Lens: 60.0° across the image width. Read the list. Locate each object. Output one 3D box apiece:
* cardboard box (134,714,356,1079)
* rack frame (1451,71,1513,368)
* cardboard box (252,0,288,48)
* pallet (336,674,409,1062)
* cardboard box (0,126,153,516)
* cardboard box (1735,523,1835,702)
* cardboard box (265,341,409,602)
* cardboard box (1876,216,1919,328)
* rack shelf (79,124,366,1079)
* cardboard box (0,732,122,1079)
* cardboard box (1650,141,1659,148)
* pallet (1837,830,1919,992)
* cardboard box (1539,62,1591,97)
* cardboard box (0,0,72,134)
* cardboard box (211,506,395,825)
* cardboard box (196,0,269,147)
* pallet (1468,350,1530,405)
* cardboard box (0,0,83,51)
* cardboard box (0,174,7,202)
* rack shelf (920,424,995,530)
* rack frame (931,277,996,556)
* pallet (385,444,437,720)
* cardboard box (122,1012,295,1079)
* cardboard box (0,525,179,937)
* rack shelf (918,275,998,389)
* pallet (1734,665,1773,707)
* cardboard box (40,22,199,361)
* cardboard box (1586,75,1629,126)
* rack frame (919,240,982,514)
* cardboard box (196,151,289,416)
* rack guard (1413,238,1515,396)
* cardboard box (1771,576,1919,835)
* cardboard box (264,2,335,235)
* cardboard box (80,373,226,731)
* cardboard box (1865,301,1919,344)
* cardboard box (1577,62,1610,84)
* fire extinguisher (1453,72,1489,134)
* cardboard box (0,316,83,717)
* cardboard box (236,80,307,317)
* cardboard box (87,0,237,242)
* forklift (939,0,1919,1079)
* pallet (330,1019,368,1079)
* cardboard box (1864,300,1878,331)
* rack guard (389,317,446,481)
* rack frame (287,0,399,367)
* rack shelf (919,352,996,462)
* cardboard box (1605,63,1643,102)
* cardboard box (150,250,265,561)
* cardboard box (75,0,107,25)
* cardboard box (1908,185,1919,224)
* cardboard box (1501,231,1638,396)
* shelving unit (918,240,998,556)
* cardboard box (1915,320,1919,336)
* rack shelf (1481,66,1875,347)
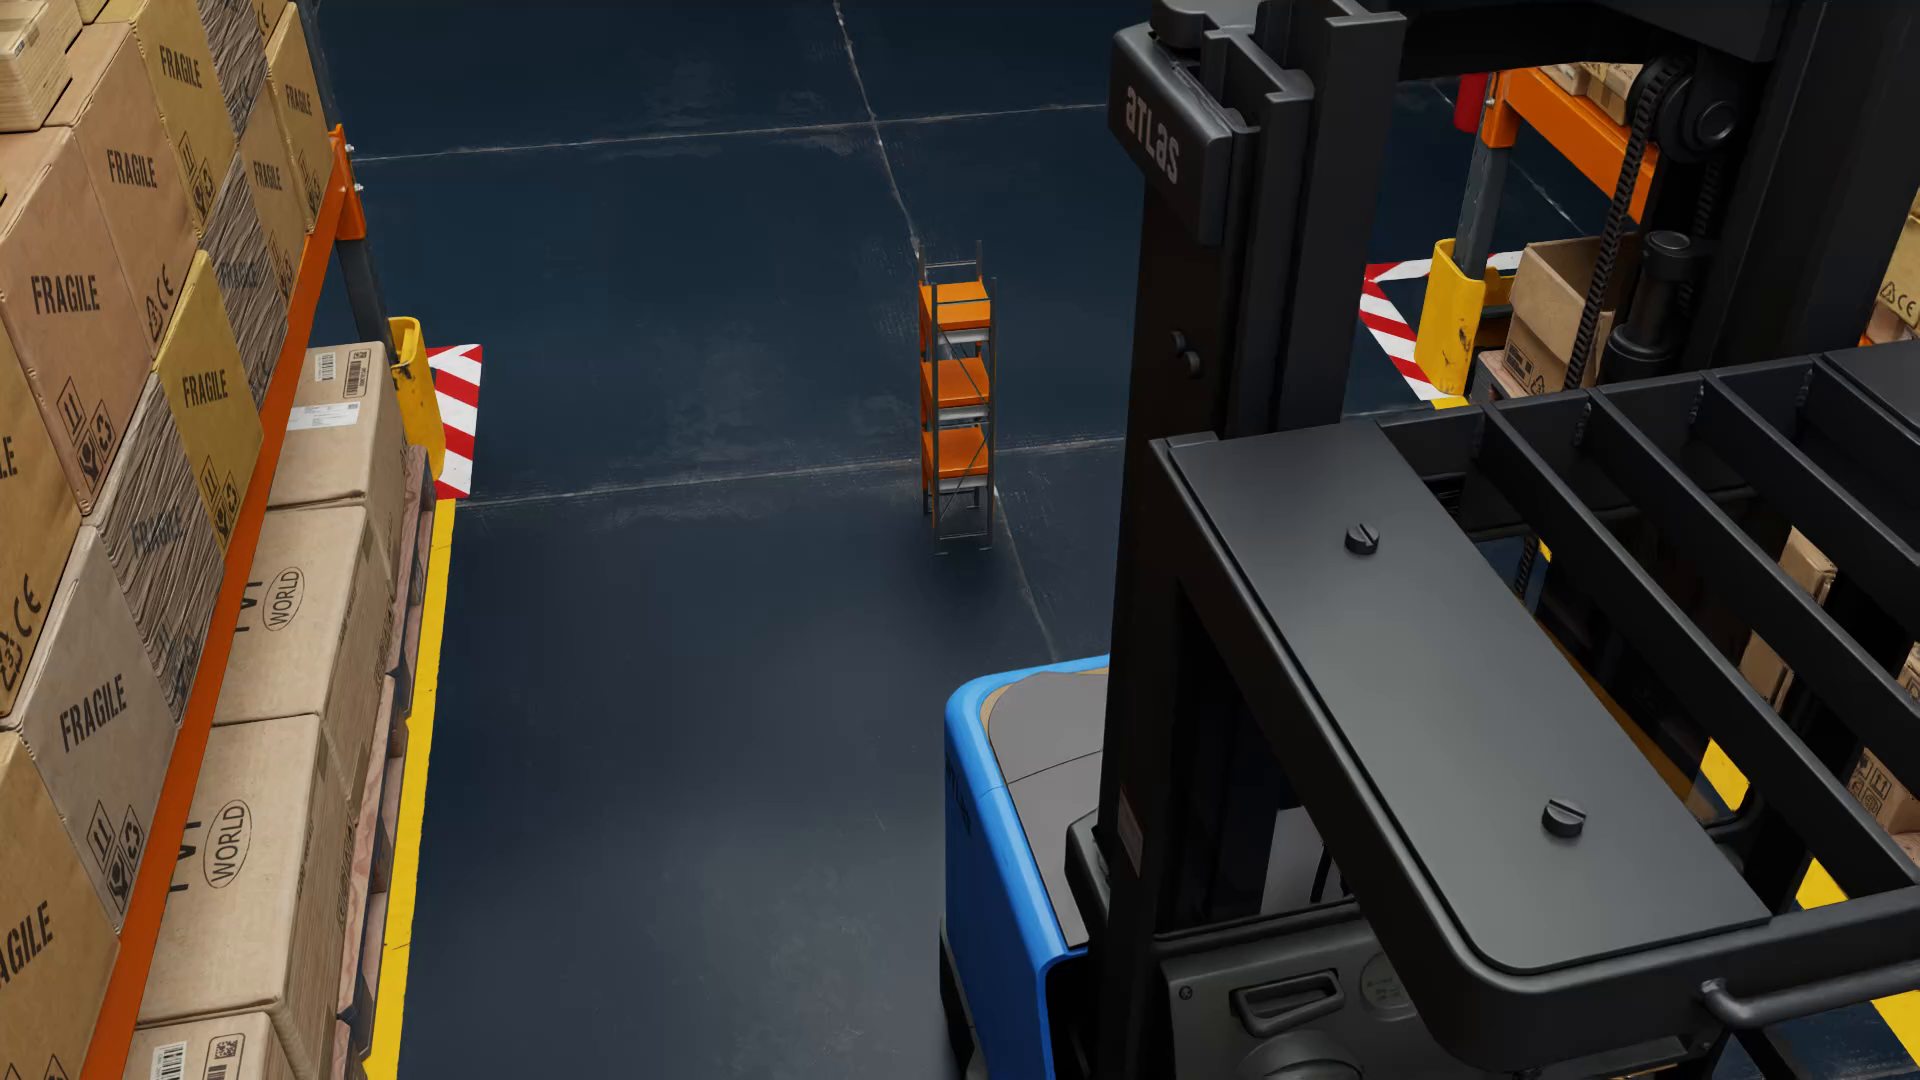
[{"bbox_3d":[-1.939,0.915,3.874,0.875,0.438,0.875,-7,38,-9],"label":"cardboard box"},{"bbox_3d":[2.407,-1.952,5.818,1.000,3.000,0.127,-6,38,-8],"label":"rack frame"},{"bbox_3d":[-2.160,-1.585,4.448,0.500,0.500,0.500,-5,38,-6],"label":"cardboard box"},{"bbox_3d":[-2.051,0.895,4.426,1.003,0.211,1.213,-6,38,-8],"label":"pallet"},{"bbox_3d":[-1.784,-0.364,2.877,0.500,0.500,0.500,-6,38,-7],"label":"cardboard box"},{"bbox_3d":[2.527,0.099,4.872,0.500,0.500,0.500,-6,38,-7],"label":"cardboard box"},{"bbox_3d":[-2.265,-0.182,5.285,0.875,0.438,0.875,-7,38,-9],"label":"cardboard box"},{"bbox_3d":[2.513,-0.790,4.202,0.500,0.250,0.500,-7,38,-9],"label":"cardboard box"},{"bbox_3d":[-2.128,0.076,3.793,1.077,0.370,4.000,-6,38,-8],"label":"rack shelf"},{"bbox_3d":[-1.602,0.649,2.388,0.500,0.500,0.500,-5,38,-6],"label":"cardboard box"},{"bbox_3d":[2.365,-1.321,5.210,0.380,0.149,0.250,-7,38,-9],"label":"cardboard box"},{"bbox_3d":[2.989,1.150,4.097,1.003,0.211,1.213,-6,38,-8],"label":"pallet"},{"bbox_3d":[2.195,-1.625,5.601,0.380,0.149,0.250,-7,38,-8],"label":"cardboard box"},{"bbox_3d":[-1.826,-0.831,2.949,0.380,0.149,0.250,-6,38,-8],"label":"cardboard box"},{"bbox_3d":[-2.096,0.370,4.575,0.875,0.438,0.875,-5,38,-7],"label":"cardboard box"},{"bbox_3d":[-2.039,-1.272,4.046,0.500,0.500,0.500,-6,38,-8],"label":"cardboard box"},{"bbox_3d":[2.561,-0.323,5.994,1.003,0.211,1.213,-6,38,-8],"label":"pallet"},{"bbox_3d":[-1.913,-0.986,3.149,0.380,0.149,0.250,-5,38,-6],"label":"cardboard box"},{"bbox_3d":[-1.726,-0.532,2.565,0.380,0.149,0.250,-7,38,-9],"label":"cardboard box"},{"bbox_3d":[-0.009,-0.219,5.647,0.215,0.259,0.240,-6,38,-8],"label":"rack shelf"},{"bbox_3d":[0.012,-0.373,5.375,0.200,1.050,0.008,-6,38,-8],"label":"rack frame"},{"bbox_3d":[-2.262,0.160,5.372,1.003,0.211,1.213,-6,38,-8],"label":"pallet"},{"bbox_3d":[-1.782,1.455,3.178,0.875,0.438,0.875,-7,38,-9],"label":"cardboard box"},{"bbox_3d":[-1.686,0.345,2.780,0.500,0.500,0.500,-6,38,-8],"label":"cardboard box"},{"bbox_3d":[-0.009,-0.663,5.302,0.215,0.259,0.240,-6,38,-8],"label":"rack shelf"},{"bbox_3d":[2.772,0.412,5.048,1.003,0.211,1.213,-6,38,-8],"label":"pallet"},{"bbox_3d":[-1.869,-0.669,3.270,0.500,0.500,0.500,-6,38,-8],"label":"cardboard box"},{"bbox_3d":[2.285,-1.476,5.410,0.380,0.149,0.250,-5,38,-7],"label":"cardboard box"},{"bbox_3d":[-0.031,-0.521,5.564,0.200,1.050,0.008,-6,38,-8],"label":"rack frame"},{"bbox_3d":[-1.961,-0.578,3.968,0.500,0.500,0.500,-5,38,-7],"label":"cardboard box"},{"bbox_3d":[2.421,-0.919,6.525,1.175,0.500,0.348,-6,38,-8],"label":"rack guard"},{"bbox_3d":[2.715,0.396,4.490,0.700,0.500,0.500,-8,38,-10],"label":"cardboard box"},{"bbox_3d":[-2.134,-1.193,4.759,0.500,0.500,0.500,-6,38,-8],"label":"cardboard box"},{"bbox_3d":[-1.767,0.044,3.167,0.500,0.500,0.500,-6,38,-8],"label":"cardboard box"},{"bbox_3d":[2.551,-0.536,4.200,0.380,0.149,0.250,-6,38,-8],"label":"cardboard box"},{"bbox_3d":[2.222,-1.707,5.382,0.500,0.250,0.500,-6,38,-8],"label":"cardboard box"},{"bbox_3d":[1.927,-1.813,6.006,0.296,0.674,0.183,-6,38,-8],"label":"fire extinguisher"},{"bbox_3d":[-1.705,-0.054,2.478,0.500,0.500,0.500,-7,38,-9],"label":"cardboard box"},{"bbox_3d":[-2.060,-0.888,4.366,0.500,0.500,0.500,-7,38,-9],"label":"cardboard box"},{"bbox_3d":[-1.956,-0.973,3.661,0.500,0.500,0.500,-6,38,-8],"label":"cardboard box"},{"bbox_3d":[0.807,0.800,2.331,1.130,2.935,3.031,-9,39,-11],"label":"forklift"},{"bbox_3d":[-1.834,1.634,3.475,1.003,0.211,1.213,-6,38,-8],"label":"pallet"},{"bbox_3d":[2.438,-0.684,4.391,0.380,0.149,0.250,-5,38,-7],"label":"cardboard box"},{"bbox_3d":[-2.483,-0.443,5.913,1.175,0.500,0.348,-6,38,-8],"label":"rack guard"},{"bbox_3d":[-2.479,-1.416,5.128,1.000,3.000,0.127,-6,38,-8],"label":"rack frame"},{"bbox_3d":[-0.009,-0.439,5.476,0.215,0.259,0.240,-6,38,-8],"label":"rack shelf"},{"bbox_3d":[2.310,-1.403,4.990,0.500,0.250,0.500,-6,38,-7],"label":"cardboard box"},{"bbox_3d":[-1.857,-0.268,3.568,0.500,0.500,0.500,-5,38,-7],"label":"cardboard box"},{"bbox_3d":[-1.941,-1.146,3.355,0.380,0.149,0.250,-5,38,-7],"label":"cardboard box"},{"bbox_3d":[2.485,-1.097,3.986,0.500,0.500,0.500,-5,38,-7],"label":"cardboard box"},{"bbox_3d":[2.421,-0.752,5.966,0.797,0.503,0.637,-8,38,-10],"label":"cardboard box"},{"bbox_3d":[-0.009,-0.447,5.470,0.215,1.050,0.252,-6,38,-8],"label":"shelving unit"},{"bbox_3d":[2.602,-0.479,3.802,0.500,0.250,0.500,-6,38,-8],"label":"cardboard box"},{"bbox_3d":[2.758,-0.460,4.483,1.077,0.370,4.000,-6,38,-8],"label":"rack shelf"}]
